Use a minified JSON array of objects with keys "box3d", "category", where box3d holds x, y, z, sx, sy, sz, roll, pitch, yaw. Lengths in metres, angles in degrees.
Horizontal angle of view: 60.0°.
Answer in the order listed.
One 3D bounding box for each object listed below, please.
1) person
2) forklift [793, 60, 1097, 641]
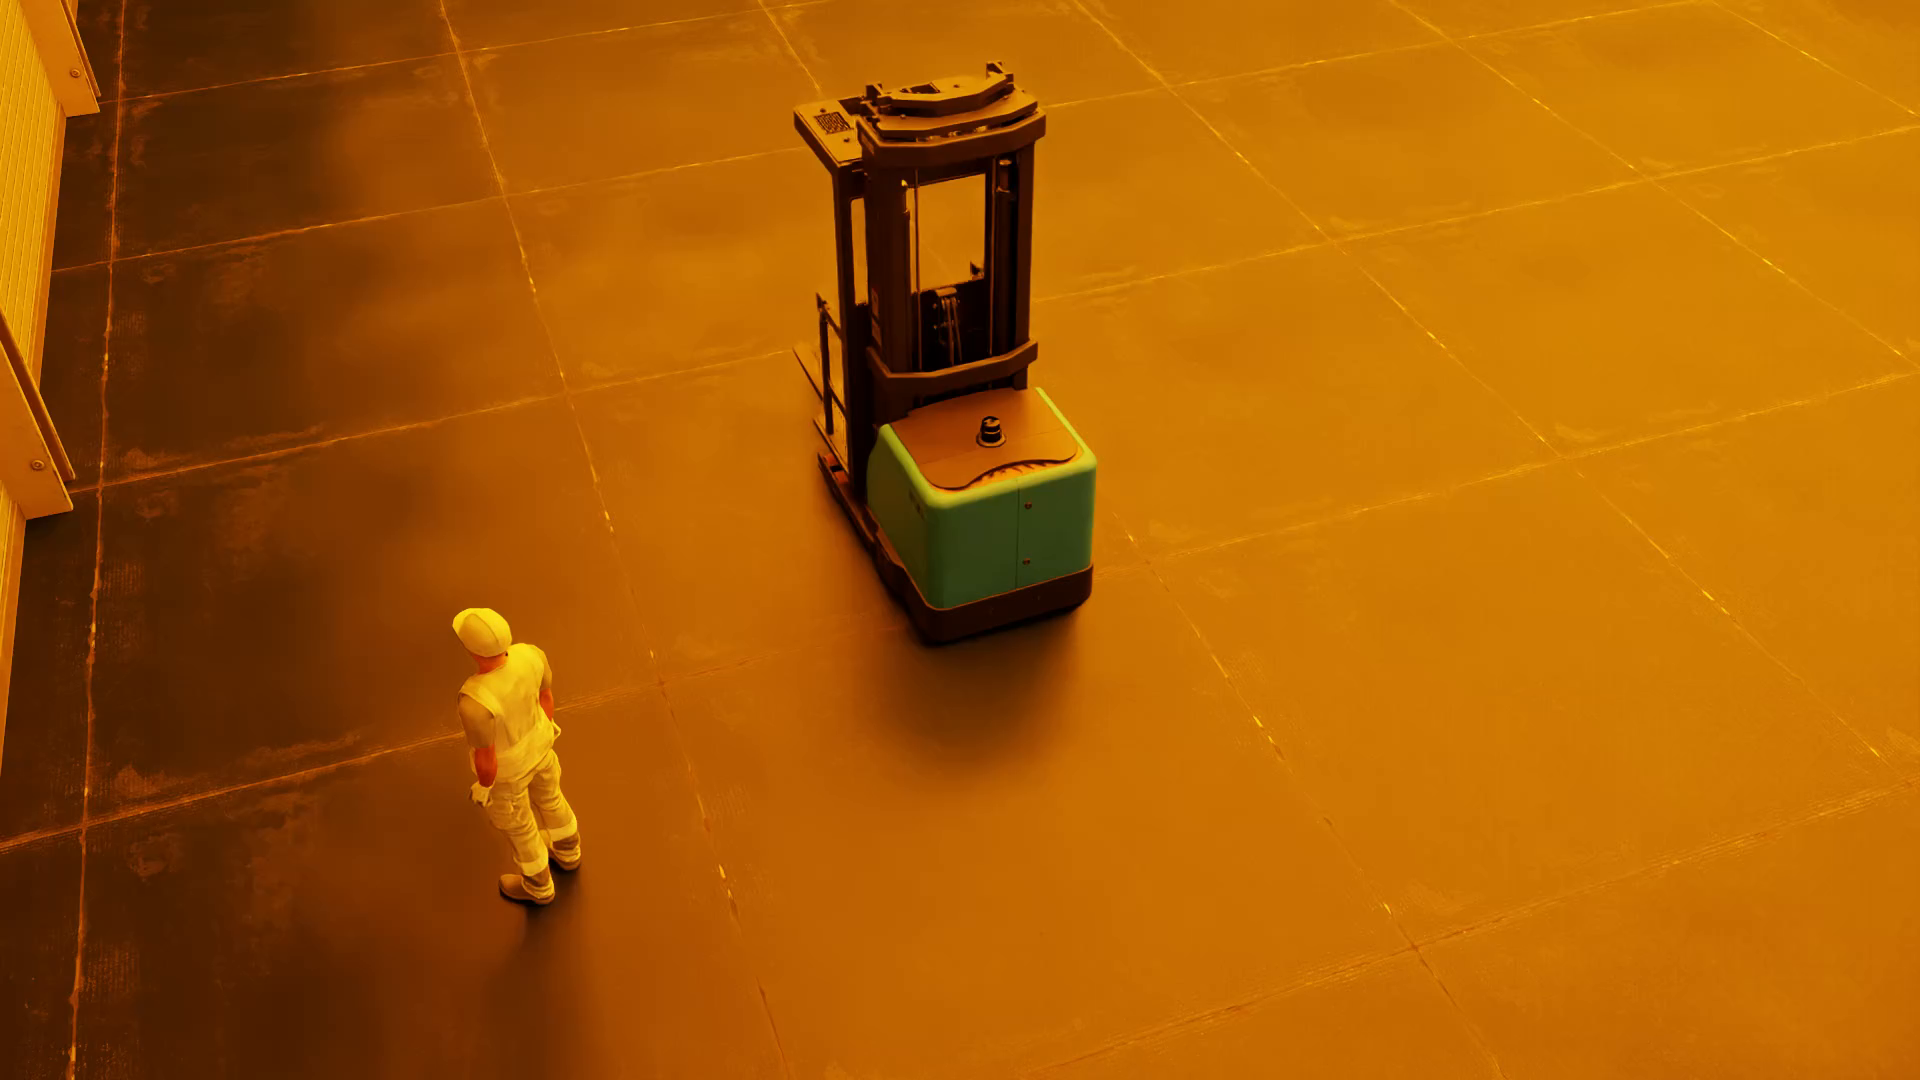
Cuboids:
[{"box3d":[-2.077,0.993,7.700,0.352,1.795,0.546,19,44,21],"category":"person"},{"box3d":[-0.265,-1.497,9.779,1.130,2.935,3.031,-15,42,-17],"category":"forklift"}]
